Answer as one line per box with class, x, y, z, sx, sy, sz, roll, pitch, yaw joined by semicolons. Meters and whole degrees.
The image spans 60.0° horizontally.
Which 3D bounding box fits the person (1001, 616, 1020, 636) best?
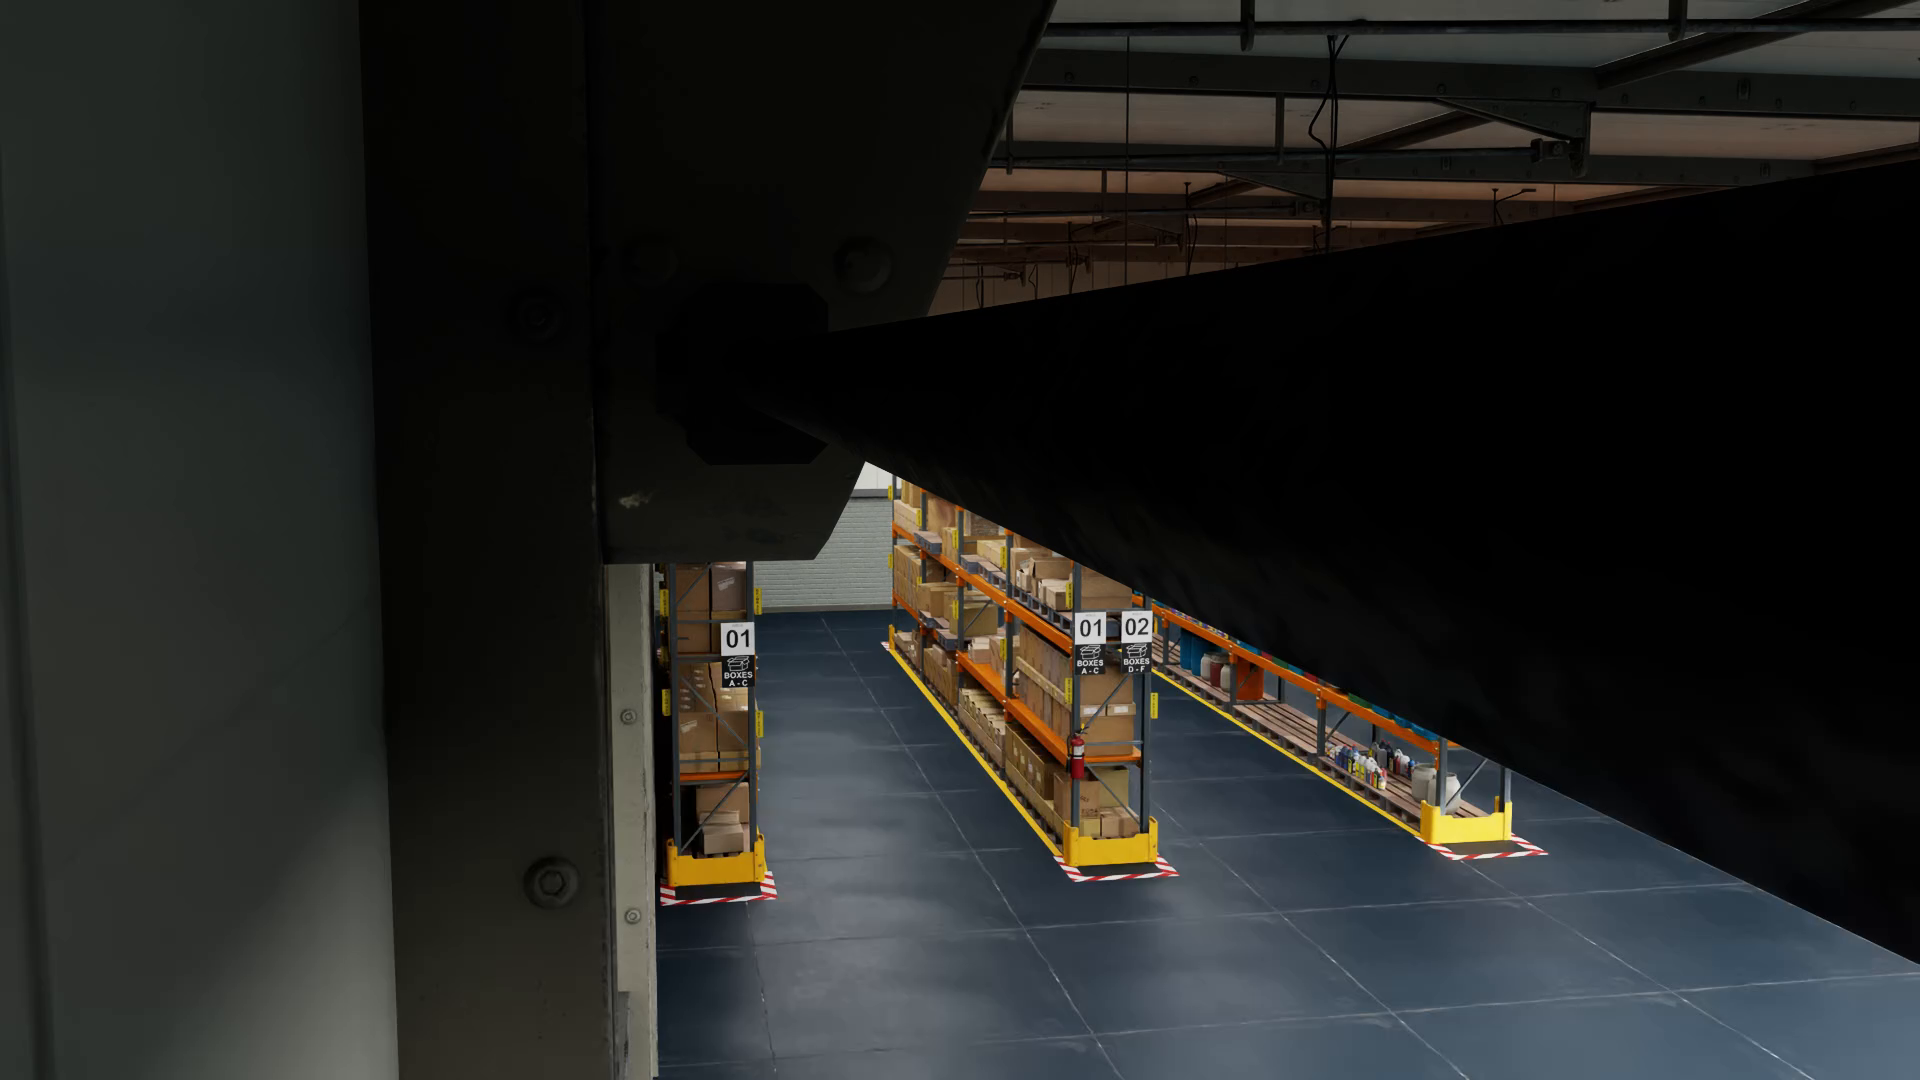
person;1.178;1.413;37.349;0.789;1.759;0.573;-2;6;-15
